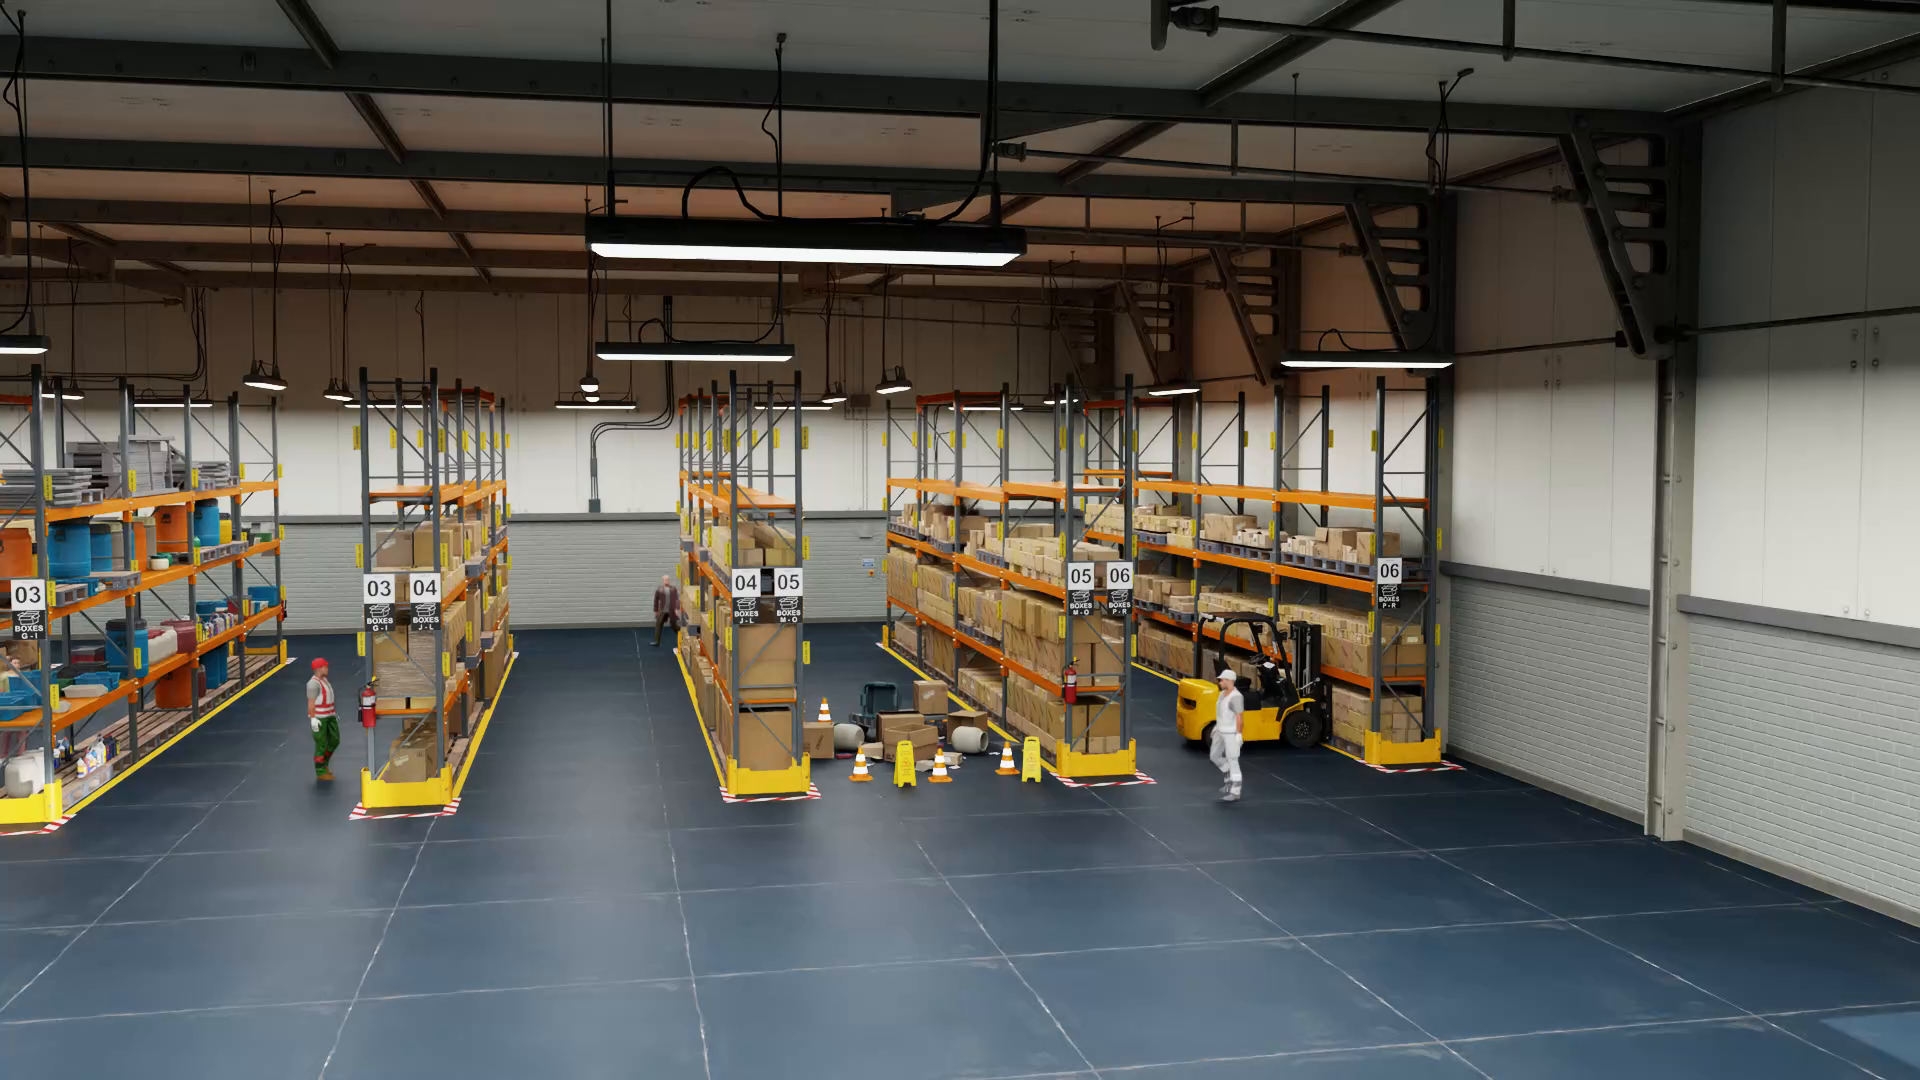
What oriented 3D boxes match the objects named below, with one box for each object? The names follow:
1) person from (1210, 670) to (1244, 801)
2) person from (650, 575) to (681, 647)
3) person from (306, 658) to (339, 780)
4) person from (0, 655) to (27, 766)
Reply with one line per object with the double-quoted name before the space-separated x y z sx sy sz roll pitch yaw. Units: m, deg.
"person" 3.769 2.702 23.272 0.452 1.790 0.591 -1 4 -19
"person" -7.157 1.731 40.518 0.637 1.741 0.924 1 3 10
"person" -9.457 2.642 24.695 0.511 1.796 0.625 1 3 13
"person" -14.745 2.652 25.925 0.407 1.689 0.526 3 5 42
